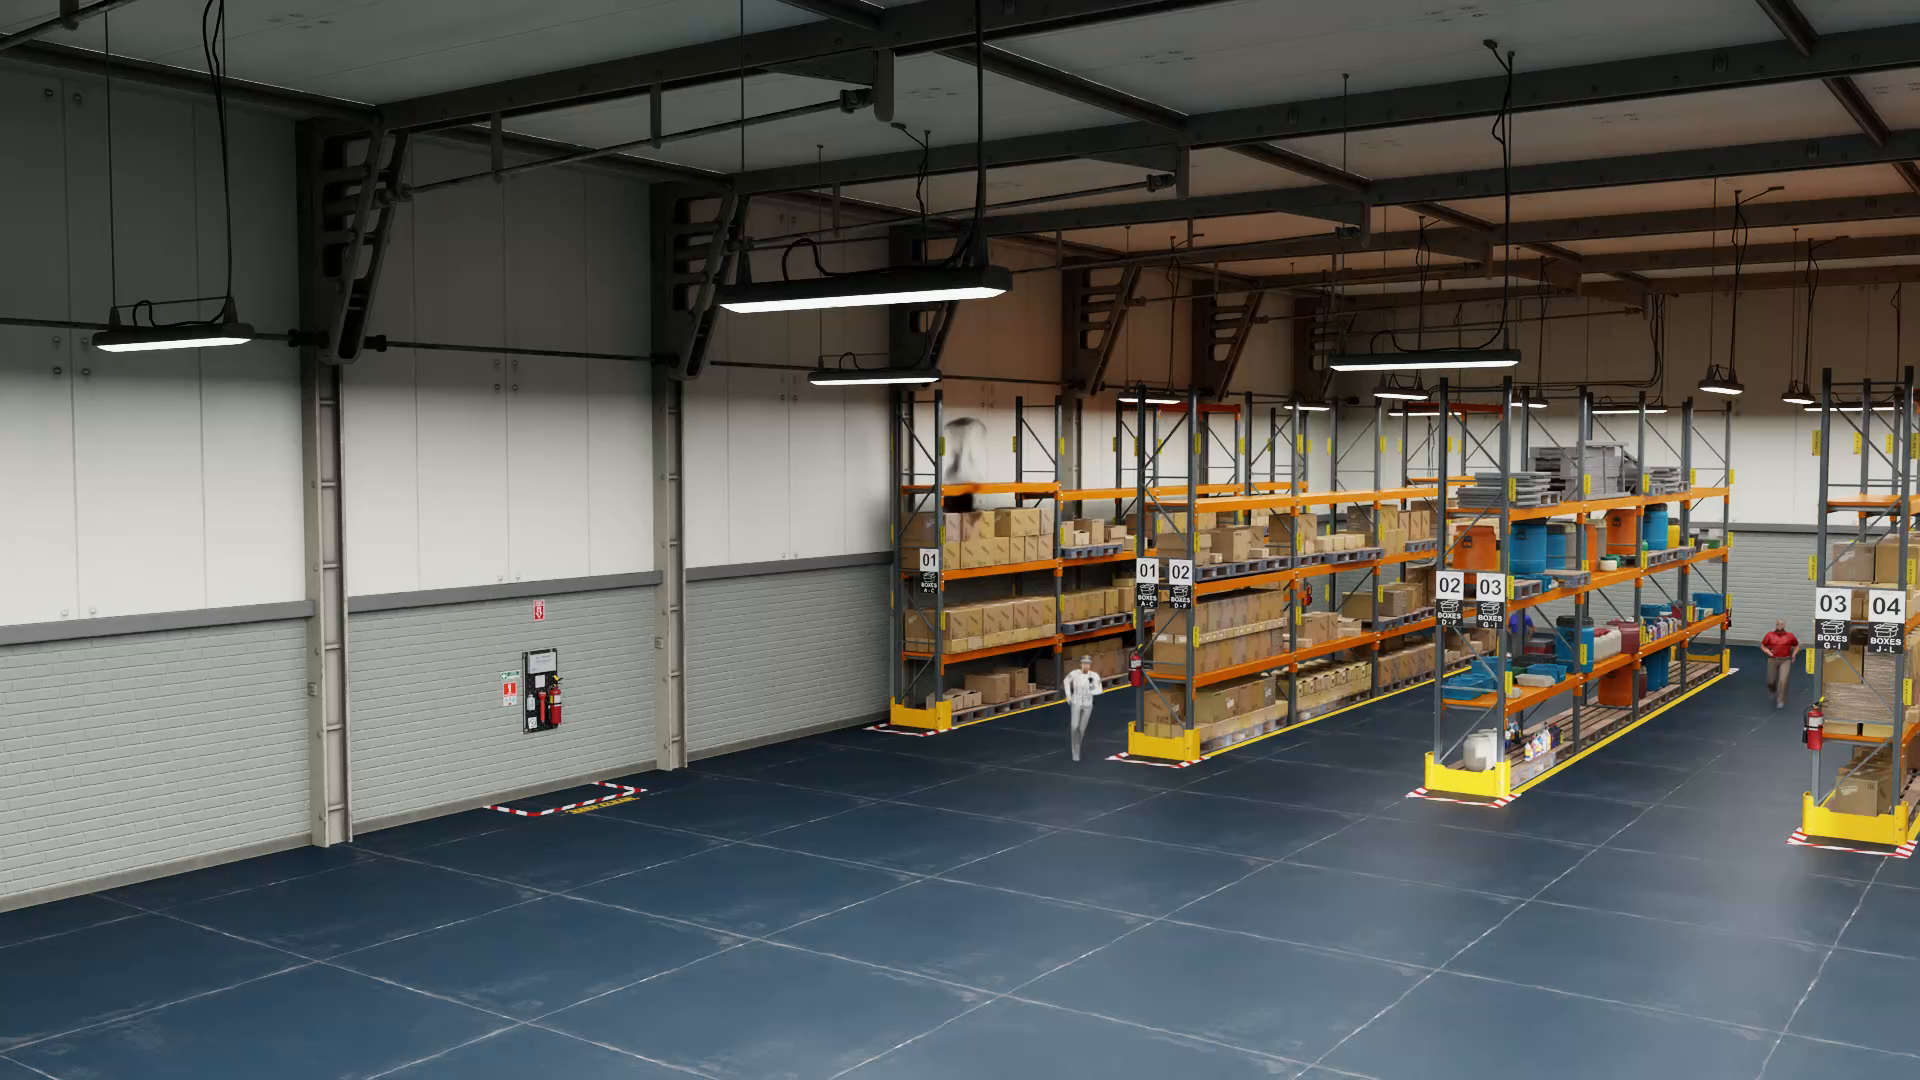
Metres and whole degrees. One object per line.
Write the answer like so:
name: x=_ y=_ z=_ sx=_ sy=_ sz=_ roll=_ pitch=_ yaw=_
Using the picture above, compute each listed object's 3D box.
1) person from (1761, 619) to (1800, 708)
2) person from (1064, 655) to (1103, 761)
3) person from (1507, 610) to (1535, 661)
person: x=15.763 y=2.358 z=31.968 sx=0.674 sy=1.682 sz=0.782 roll=2 pitch=4 yaw=27
person: x=1.979 y=2.695 z=26.706 sx=0.611 sy=1.752 sz=0.725 roll=0 pitch=3 yaw=1
person: x=12.086 y=2.177 z=35.970 sx=0.570 sy=1.617 sz=0.529 roll=2 pitch=4 yaw=31
